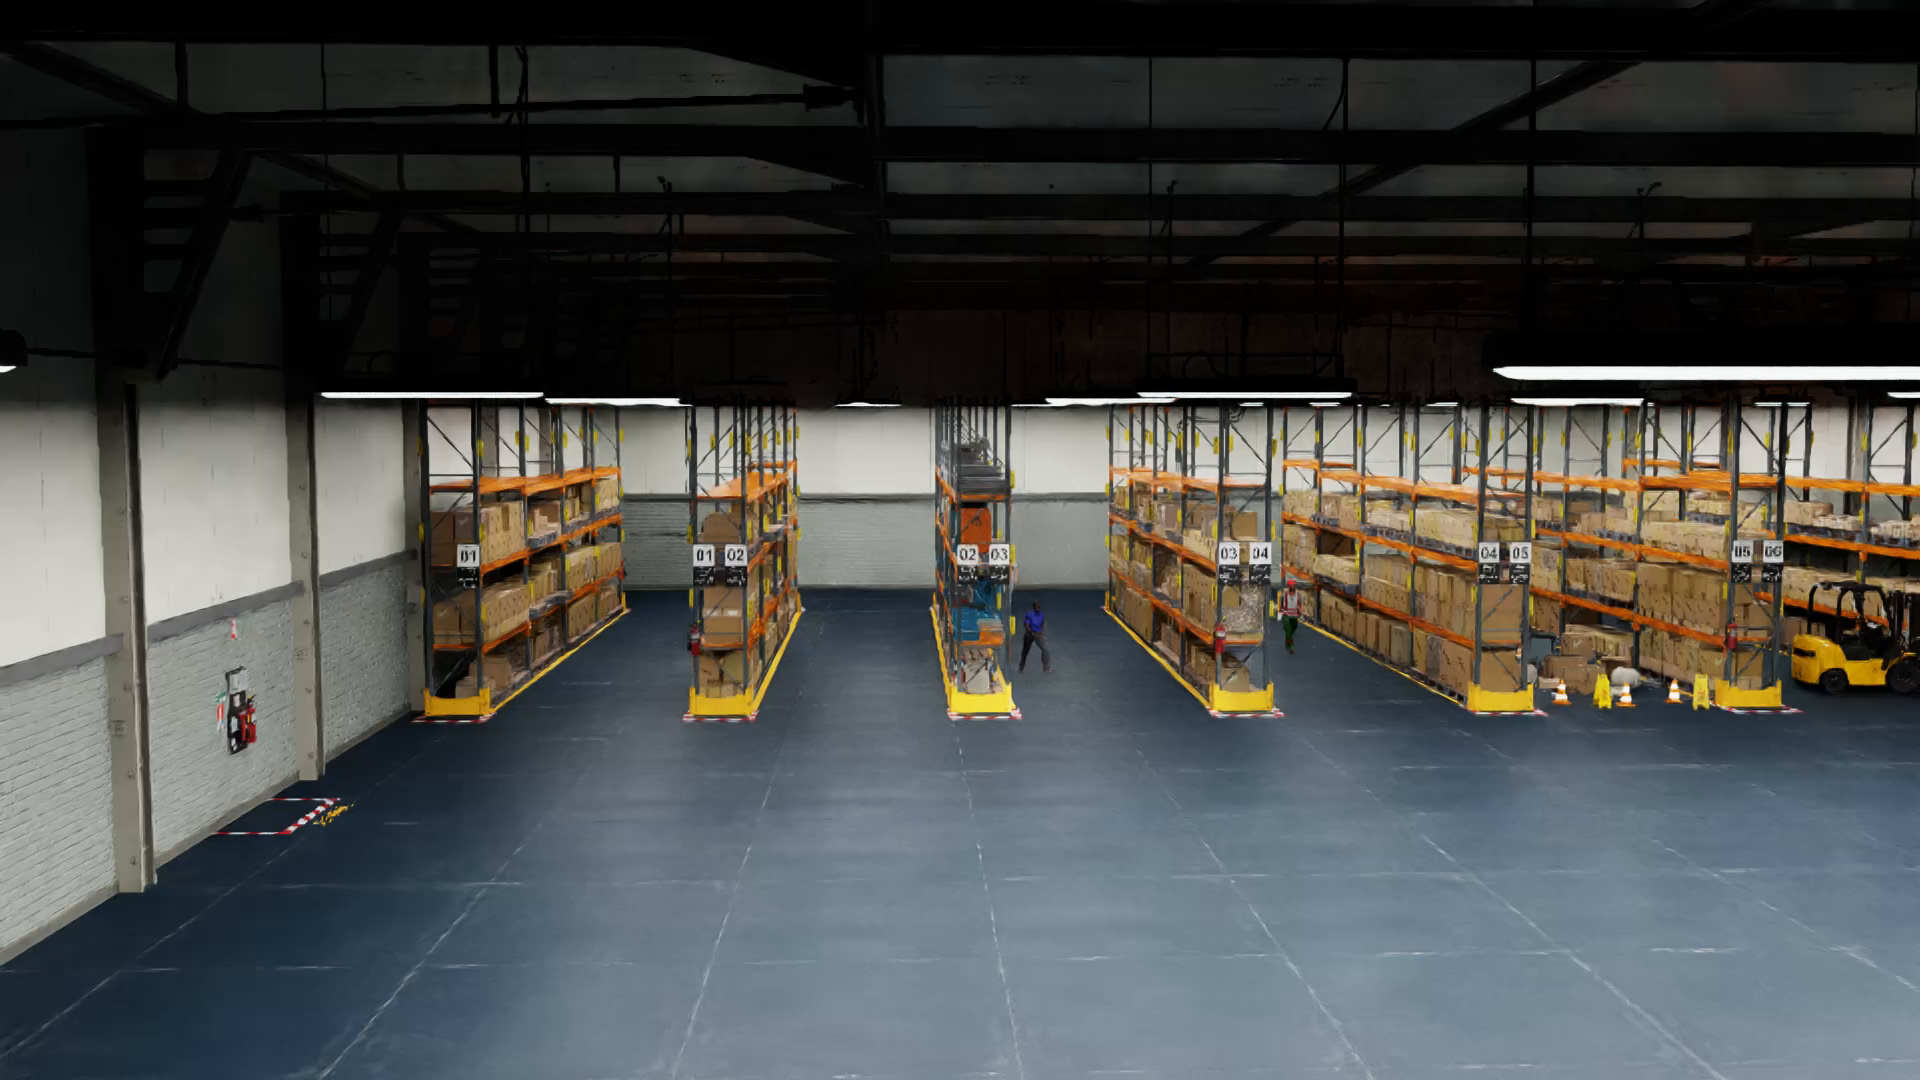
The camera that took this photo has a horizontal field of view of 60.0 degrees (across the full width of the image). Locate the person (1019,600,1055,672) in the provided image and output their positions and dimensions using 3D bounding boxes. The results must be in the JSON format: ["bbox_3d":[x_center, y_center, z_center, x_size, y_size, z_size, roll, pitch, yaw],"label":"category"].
[{"bbox_3d":[1.631,2.082,36.179,0.623,1.577,0.813,-2,5,-22],"label":"person"}]

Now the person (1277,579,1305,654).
[{"bbox_3d":[7.803,1.777,39.132,0.567,1.736,1.044,0,5,-3],"label":"person"}]

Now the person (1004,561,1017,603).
[{"bbox_3d":[1.442,1.098,48.485,0.453,1.612,1.019,0,5,-3],"label":"person"}]

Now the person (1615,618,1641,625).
[{"bbox_3d":[17.765,1.373,44.160,0.603,1.720,0.673,1,5,17],"label":"person"}]
